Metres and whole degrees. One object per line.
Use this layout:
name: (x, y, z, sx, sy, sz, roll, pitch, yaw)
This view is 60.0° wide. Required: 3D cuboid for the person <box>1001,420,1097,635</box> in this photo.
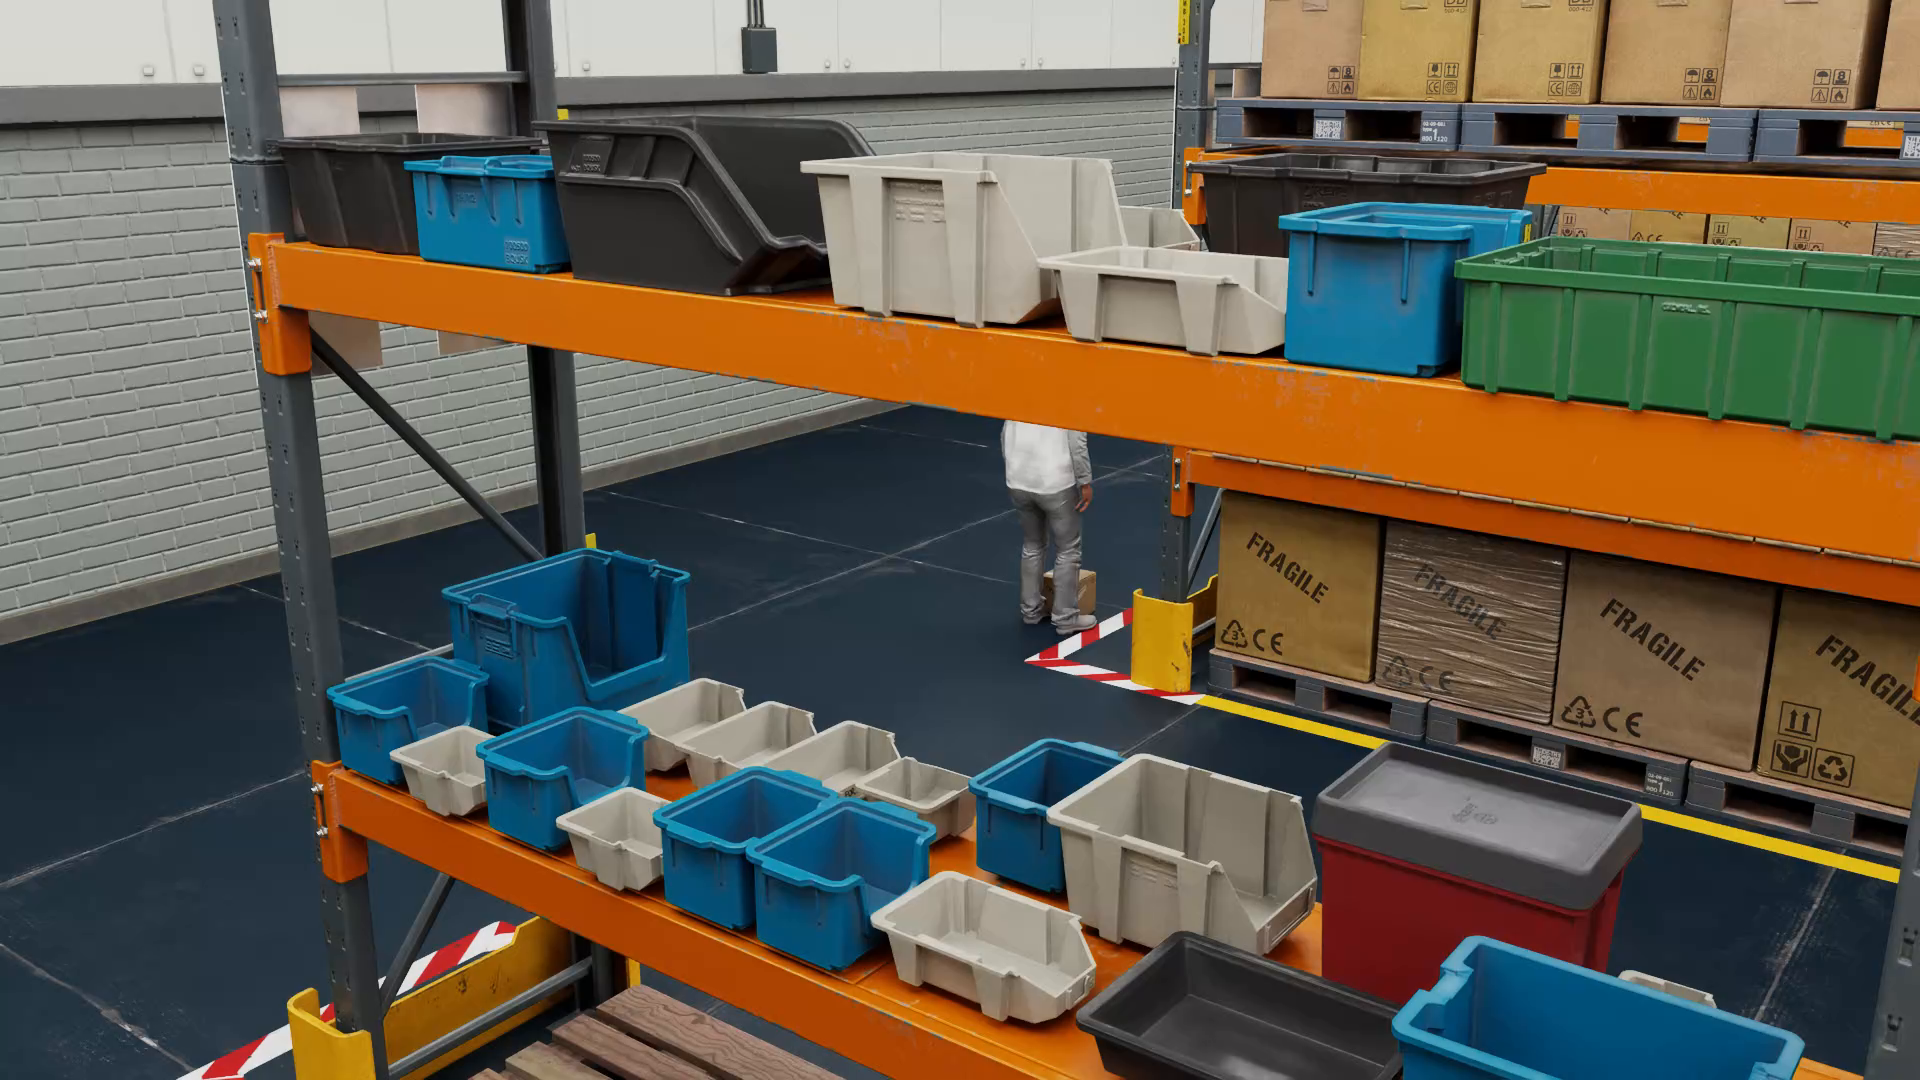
person: (0.508, -0.344, 9.657, 0.580, 1.770, 0.466, 12, 20, 35)
